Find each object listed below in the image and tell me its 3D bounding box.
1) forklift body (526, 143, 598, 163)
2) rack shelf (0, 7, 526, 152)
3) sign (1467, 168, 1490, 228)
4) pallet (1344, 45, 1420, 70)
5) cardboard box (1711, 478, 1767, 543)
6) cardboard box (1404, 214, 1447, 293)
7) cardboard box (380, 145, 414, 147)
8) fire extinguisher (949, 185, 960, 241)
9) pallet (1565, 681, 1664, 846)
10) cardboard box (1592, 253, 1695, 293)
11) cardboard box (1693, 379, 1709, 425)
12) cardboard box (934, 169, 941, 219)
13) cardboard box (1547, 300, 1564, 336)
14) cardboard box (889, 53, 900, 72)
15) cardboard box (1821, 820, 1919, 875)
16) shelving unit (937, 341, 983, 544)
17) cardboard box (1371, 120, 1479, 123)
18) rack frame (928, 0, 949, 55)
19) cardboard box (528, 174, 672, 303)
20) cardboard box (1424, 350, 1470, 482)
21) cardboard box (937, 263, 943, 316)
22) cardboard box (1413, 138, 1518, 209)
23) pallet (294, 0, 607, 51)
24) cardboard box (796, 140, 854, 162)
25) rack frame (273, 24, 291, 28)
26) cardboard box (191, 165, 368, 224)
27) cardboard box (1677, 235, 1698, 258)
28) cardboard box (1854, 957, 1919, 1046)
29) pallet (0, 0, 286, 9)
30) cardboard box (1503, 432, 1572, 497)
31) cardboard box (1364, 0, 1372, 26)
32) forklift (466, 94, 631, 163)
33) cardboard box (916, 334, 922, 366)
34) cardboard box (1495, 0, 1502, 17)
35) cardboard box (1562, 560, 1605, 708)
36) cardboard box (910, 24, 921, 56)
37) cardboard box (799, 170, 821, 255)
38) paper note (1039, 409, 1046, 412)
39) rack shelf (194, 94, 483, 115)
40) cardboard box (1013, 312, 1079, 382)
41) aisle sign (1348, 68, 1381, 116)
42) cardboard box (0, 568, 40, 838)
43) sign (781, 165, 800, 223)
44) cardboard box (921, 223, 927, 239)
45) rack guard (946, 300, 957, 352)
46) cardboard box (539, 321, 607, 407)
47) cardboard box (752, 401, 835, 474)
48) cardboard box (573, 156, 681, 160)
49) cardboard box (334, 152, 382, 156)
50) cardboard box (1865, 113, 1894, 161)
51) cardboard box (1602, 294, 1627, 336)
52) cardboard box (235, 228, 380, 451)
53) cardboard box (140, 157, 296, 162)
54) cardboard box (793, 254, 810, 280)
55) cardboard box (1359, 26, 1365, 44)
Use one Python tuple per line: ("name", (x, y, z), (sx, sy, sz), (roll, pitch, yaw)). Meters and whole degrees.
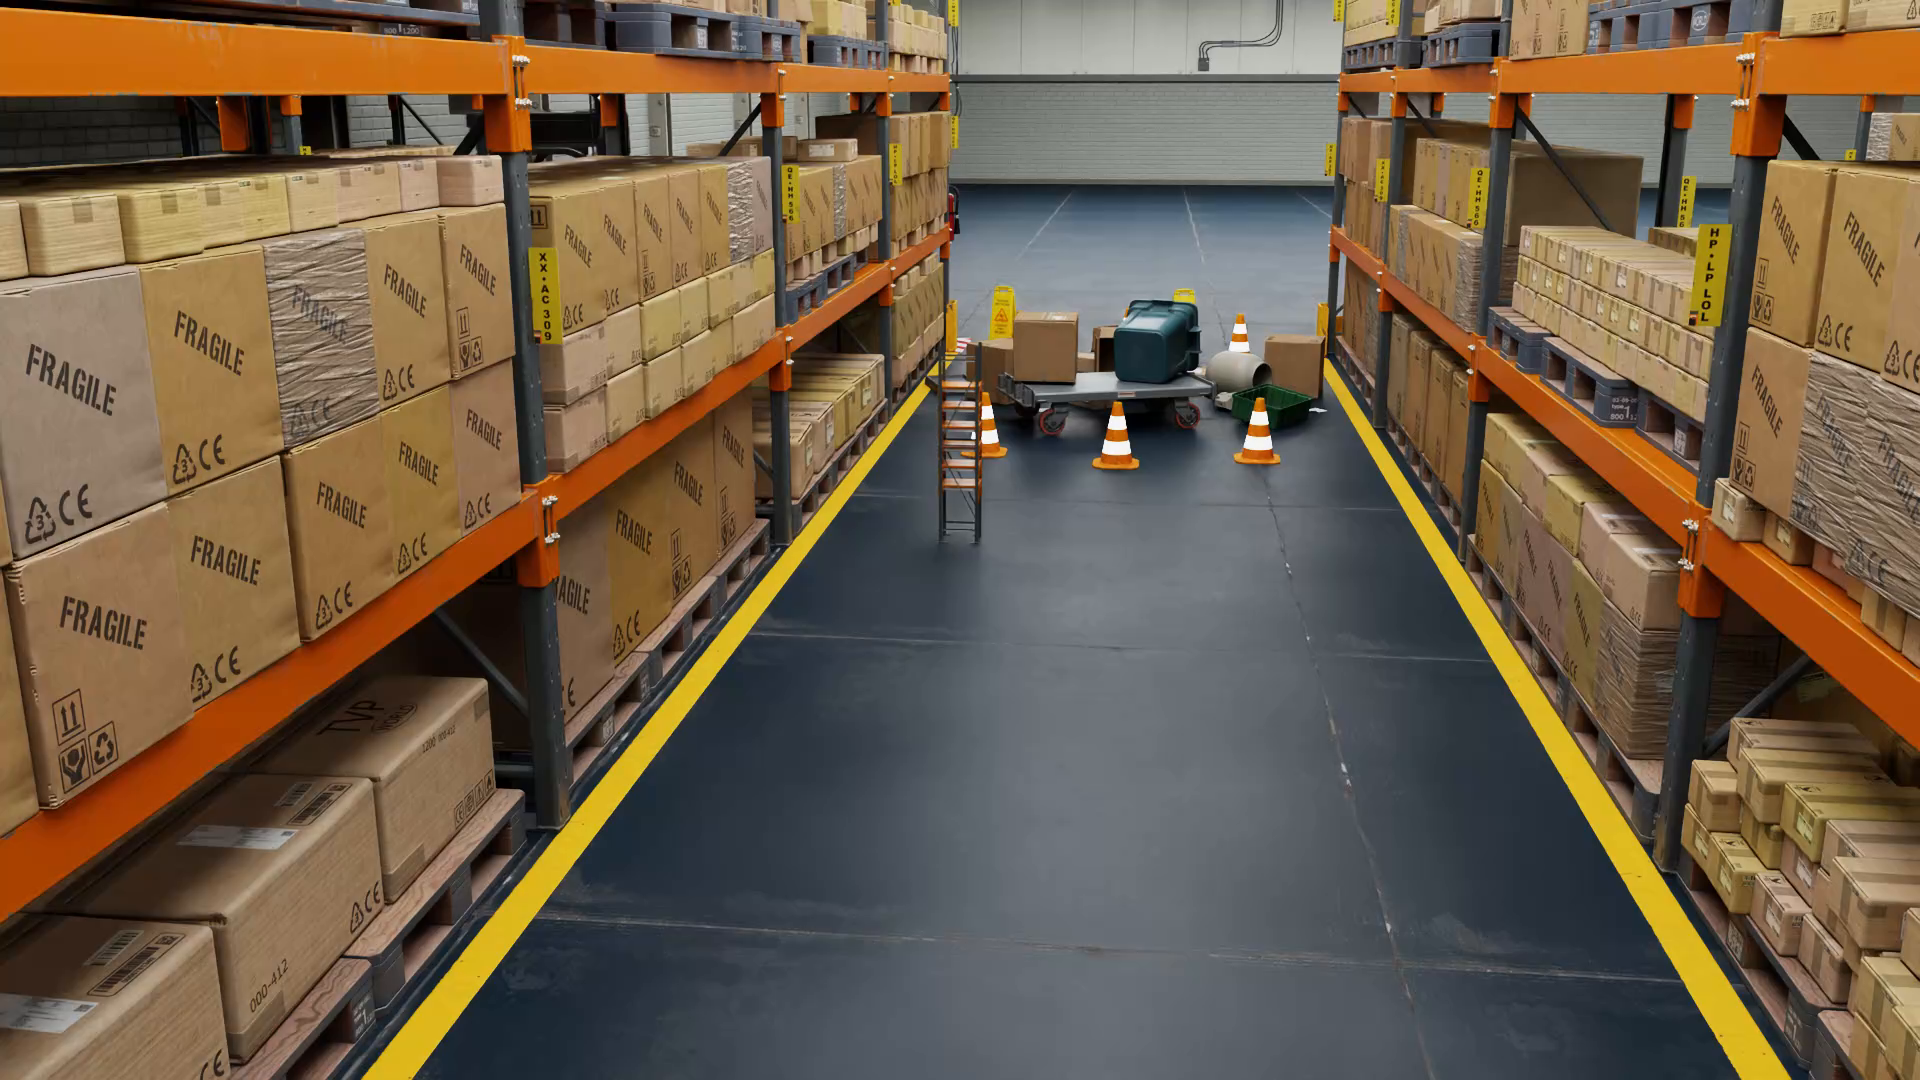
("forklift body", (-3.950, -2.697, 16.015), (2.313, 2.155, 1.214), (2, 15, 6))
("rack shelf", (-2.196, -0.977, 3.659), (1.077, 0.370, 4.000), (2, 15, 6))
("sign", (2.859, -1.887, 9.175), (0.100, 0.325, 0.005), (2, 15, 6))
("pallet", (4.240, -4.600, 15.850), (1.003, 0.211, 1.213), (2, 15, 6))
("cardboard box", (2.603, -0.090, 5.229), (0.380, 0.149, 0.250), (2, 15, 8))
("cardboard box", (3.420, -2.009, 11.654), (0.500, 0.500, 0.500), (2, 15, 6))
("cardboard box", (-5.891, -4.009, 17.238), (0.380, 0.149, 0.250), (2, 15, 8))
("fire extinguisher", (-0.145, -3.486, 17.455), (0.296, 0.674, 0.183), (2, 15, 6))
("pallet", (3.046, 0.869, 6.543), (1.003, 0.211, 1.213), (2, 15, 6))
("cardboard box", (2.988, -1.161, 7.248), (0.380, 0.149, 0.250), (1, 15, 5))
("cardboard box", (2.808, -0.465, 5.813), (0.380, 0.149, 0.250), (1, 15, 5))
("cardboard box", (-0.465, -3.420, 16.303), (0.500, 0.500, 0.500), (2, 15, 6))
("cardboard box", (3.071, -1.074, 8.065), (0.380, 0.149, 0.250), (2, 15, 9))
("cardboard box", (-0.701, -3.936, 13.707), (0.380, 0.149, 0.250), (2, 15, 6))
("cardboard box", (2.639, 0.900, 4.606), (0.380, 0.149, 0.250), (1, 15, 5))
("shelving unit", (0.002, -0.583, 10.019), (0.258, 1.200, 0.189), (2, 15, 6))
("cardboard box", (4.134, -3.458, 14.848), (0.875, 0.550, 0.500), (2, 15, 6))
("rack frame", (-0.616, -6.403, 16.602), (1.000, 3.000, 0.127), (2, 15, 6))
("cardboard box", (-1.546, -1.294, 7.094), (0.500, 0.500, 0.500), (1, 15, 5))
("cardboard box", (3.664, -0.811, 10.921), (1.050, 0.750, 0.750), (2, 15, 7))
("cardboard box", (-0.447, -2.529, 16.794), (0.500, 0.500, 0.500), (2, 15, 7))
("cardboard box", (3.812, -2.752, 12.485), (0.700, 0.500, 0.500), (1, 15, 5))
("pallet", (-1.916, -1.989, 6.393), (0.805, 0.209, 1.217), (1, 15, 4))
("cardboard box", (-0.968, -2.800, 11.961), (0.380, 0.149, 0.250), (1, 15, 4))
("rack frame", (-6.000, -5.511, 13.302), (1.000, 3.000, 0.127), (2, 15, 6))
("cardboard box", (-1.875, -0.954, 4.593), (0.380, 0.149, 0.250), (2, 15, 6))
("cardboard box", (3.751, -1.407, 8.158), (0.380, 0.149, 0.250), (2, 15, 8))
("cardboard box", (2.491, 1.176, 4.153), (0.380, 0.149, 0.250), (2, 15, 6))
("pallet", (-2.213, -1.272, 3.544), (1.003, 0.211, 1.213), (2, 15, 6))
("cardboard box", (3.036, -0.367, 8.321), (0.500, 0.250, 0.500), (2, 15, 6))
("cardboard box", (3.835, -4.647, 14.577), (0.500, 0.250, 0.500), (2, 15, 6))
("forklift", (-3.053, -2.172, 12.579), (1.130, 2.935, 3.031), (-6, 16, -20))
("cardboard box", (-0.626, -1.766, 15.411), (0.500, 0.250, 0.500), (1, 15, 6))
("cardboard box", (3.260, -3.060, 9.439), (0.380, 0.166, 0.250), (2, 15, 6))
("cardboard box", (2.851, 0.397, 6.933), (0.500, 0.500, 0.500), (1, 15, 5))
("cardboard box", (-0.627, -4.358, 14.504), (0.500, 0.250, 0.500), (2, 15, 7))
("cardboard box", (-1.186, -2.072, 10.512), (0.500, 0.500, 0.500), (2, 15, 9))
("paper note", (0.688, -1.123, 14.258), (0.148, 0.019, 0.142), (2, 15, 6))
("rack shelf", (-5.774, -4.234, 15.706), (1.077, 0.370, 4.000), (2, 15, 6))
("cardboard box", (0.705, -1.584, 13.611), (0.500, 0.500, 0.500), (2, 15, 6))
("aisle sign", (4.024, -4.669, 16.704), (0.394, 0.787, 0.004), (2, 15, 6))
("cardboard box", (-2.053, 0.347, 2.942), (0.500, 0.500, 0.500), (1, 15, 5))
("sign", (-0.967, -1.975, 9.503), (0.100, 0.325, 0.005), (2, 15, 6))
("cardboard box", (-0.520, -2.949, 15.801), (0.380, 0.149, 0.250), (2, 15, 6))
("rack guard", (-0.625, -2.281, 17.638), (1.175, 0.500, 0.348), (2, 15, 6))
("cardboard box", (-1.640, -0.669, 6.220), (0.500, 0.250, 0.500), (1, 15, 5))
("cardboard box", (-1.370, -0.704, 11.249), (0.950, 0.372, 0.625), (1, 15, 5))
("cardboard box", (-1.817, -1.842, 9.122), (0.500, 0.500, 0.500), (1, 15, 4))
("cardboard box", (-5.602, -3.530, 15.466), (0.380, 0.149, 0.250), (2, 15, 6))
("cardboard box", (8.898, -3.755, 15.625), (0.500, 0.500, 0.500), (2, 15, 6))
("cardboard box", (2.954, -0.951, 7.040), (0.380, 0.149, 0.250), (2, 15, 7))
("cardboard box", (-1.862, -0.531, 4.274), (0.500, 0.500, 0.500), (2, 15, 7))
("cardboard box", (-2.277, -1.098, 5.125), (0.380, 0.149, 0.250), (2, 15, 7))
("cardboard box", (-1.155, -1.734, 10.506), (0.380, 0.149, 0.250), (1, 15, 3))
("cardboard box", (3.814, -4.558, 15.012), (0.380, 0.149, 0.250), (2, 15, 6))
